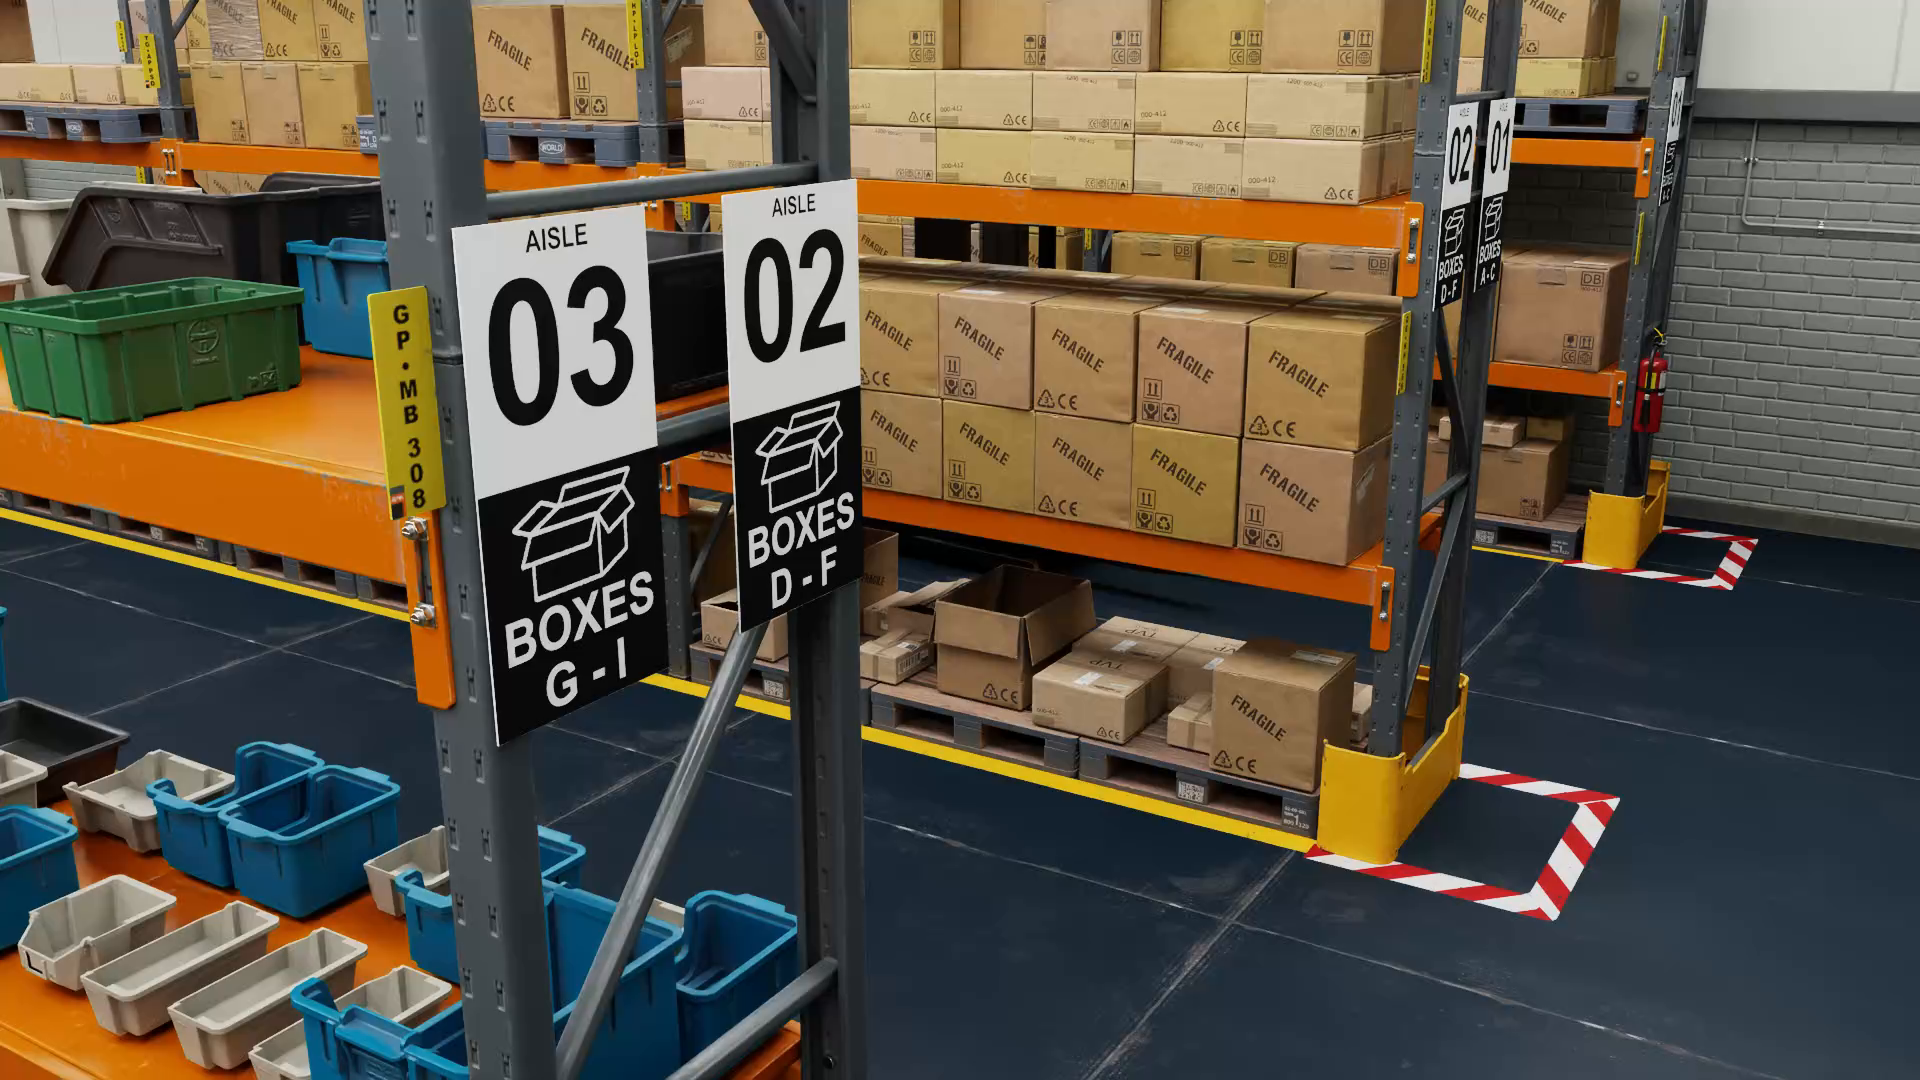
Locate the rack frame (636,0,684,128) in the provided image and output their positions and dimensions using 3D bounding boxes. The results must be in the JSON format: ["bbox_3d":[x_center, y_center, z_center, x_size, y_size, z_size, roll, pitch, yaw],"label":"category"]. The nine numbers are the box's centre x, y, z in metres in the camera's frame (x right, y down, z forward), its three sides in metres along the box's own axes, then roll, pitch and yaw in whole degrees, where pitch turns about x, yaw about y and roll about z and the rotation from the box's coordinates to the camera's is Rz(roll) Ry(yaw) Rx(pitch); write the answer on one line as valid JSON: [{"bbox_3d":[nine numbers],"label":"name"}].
[{"bbox_3d":[-1.329,-3.653,8.425,0.127,3.000,1.000,10,20,30],"label":"rack frame"}]

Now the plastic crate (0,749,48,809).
[{"bbox_3d":[-2.719,0.749,4.354,0.530,0.282,0.437,10,20,30],"label":"plastic crate"}]

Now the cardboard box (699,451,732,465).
[{"bbox_3d":[-1.037,-0.686,8.805,0.500,0.500,0.500,11,20,31],"label":"cardboard box"}]

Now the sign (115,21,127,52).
[{"bbox_3d":[-9.249,-5.554,18.341,0.005,0.325,0.100,10,20,30],"label":"sign"}]

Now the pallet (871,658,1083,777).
[{"bbox_3d":[0.300,0.842,8.748,1.213,0.211,1.003,10,20,30],"label":"pallet"}]

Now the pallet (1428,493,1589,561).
[{"bbox_3d":[3.947,-0.170,12.077,1.213,0.211,1.003,10,20,30],"label":"pallet"}]

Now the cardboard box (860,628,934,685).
[{"bbox_3d":[-0.342,0.609,8.833,0.250,0.166,0.380,10,20,30],"label":"cardboard box"}]

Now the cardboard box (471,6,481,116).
[{"bbox_3d":[-2.857,-2.812,9.749,0.600,0.600,0.600,9,19,28],"label":"cardboard box"}]

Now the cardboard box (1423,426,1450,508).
[{"bbox_3d":[3.594,-0.564,12.157,0.500,0.500,0.700,10,20,30],"label":"cardboard box"}]

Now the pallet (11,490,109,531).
[{"bbox_3d":[-6.454,-0.378,12.761,1.213,0.211,1.003,10,20,30],"label":"pallet"}]

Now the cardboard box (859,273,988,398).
[{"bbox_3d":[-0.197,-1.011,8.156,0.500,0.500,0.500,9,19,28],"label":"cardboard box"}]

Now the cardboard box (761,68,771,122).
[{"bbox_3d":[-0.617,-2.174,8.115,0.500,0.250,0.500,10,20,30],"label":"cardboard box"}]

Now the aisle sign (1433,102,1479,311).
[{"bbox_3d":[1.978,-1.332,6.632,0.004,0.787,0.394,10,20,30],"label":"aisle sign"}]

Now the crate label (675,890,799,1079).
[{"bbox_3d":[-0.554,0.984,3.665,0.303,0.233,0.416,10,20,30],"label":"crate label"}]

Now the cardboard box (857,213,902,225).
[{"bbox_3d":[-0.571,-2.811,13.967,0.500,0.250,0.500,10,19,29],"label":"cardboard box"}]

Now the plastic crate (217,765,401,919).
[{"bbox_3d":[-1.676,0.784,4.324,0.300,0.233,0.416,10,20,30],"label":"plastic crate"}]

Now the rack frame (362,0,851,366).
[{"bbox_3d":[-0.516,-1.819,2.385,0.127,3.000,1.000,10,20,30],"label":"rack frame"}]

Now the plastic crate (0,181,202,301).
[{"bbox_3d":[-2.243,-0.740,4.200,0.530,0.282,0.437,10,20,30],"label":"plastic crate"}]

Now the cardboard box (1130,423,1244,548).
[{"bbox_3d":[1.112,-0.301,7.539,0.500,0.500,0.500,10,20,31],"label":"cardboard box"}]

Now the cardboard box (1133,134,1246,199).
[{"bbox_3d":[1.084,-1.629,7.181,0.500,0.250,0.500,10,20,30],"label":"cardboard box"}]

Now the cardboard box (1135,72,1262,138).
[{"bbox_3d":[1.082,-1.868,7.107,0.500,0.250,0.500,10,20,30],"label":"cardboard box"}]

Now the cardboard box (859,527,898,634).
[{"bbox_3d":[-0.695,0.219,9.542,0.500,0.500,0.500,10,20,30],"label":"cardboard box"}]

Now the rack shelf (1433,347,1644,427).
[{"bbox_3d":[2.965,-1.362,12.441,4.000,0.370,1.077,10,20,30],"label":"rack shelf"}]

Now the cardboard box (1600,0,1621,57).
[{"bbox_3d":[4.173,-3.544,11.299,0.500,0.500,0.500,9,19,28],"label":"cardboard box"}]

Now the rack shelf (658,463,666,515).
[{"bbox_3d":[-3.033,-0.743,10.403,4.000,0.370,1.077,10,20,30],"label":"rack shelf"}]

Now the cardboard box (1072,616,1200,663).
[{"bbox_3d":[0.913,0.626,8.634,0.500,0.250,0.500,10,20,30],"label":"cardboard box"}]

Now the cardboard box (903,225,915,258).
[{"bbox_3d":[-0.128,-2.371,13.809,0.500,0.500,0.500,10,20,30],"label":"cardboard box"}]

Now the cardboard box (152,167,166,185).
[{"bbox_3d":[-8.715,-3.985,18.773,0.500,0.500,0.500,10,20,30],"label":"cardboard box"}]

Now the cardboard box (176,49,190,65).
[{"bbox_3d":[-8.372,-5.125,18.224,0.500,0.500,0.500,12,20,34],"label":"cardboard box"}]

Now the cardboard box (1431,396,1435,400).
[{"bbox_3d":[3.369,-0.983,12.418,0.250,0.149,0.380,10,20,31],"label":"cardboard box"}]

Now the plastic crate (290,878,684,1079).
[{"bbox_3d":[-0.899,1.002,3.259,0.499,0.435,0.616,10,20,30],"label":"plastic crate"}]

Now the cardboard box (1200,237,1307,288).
[{"bbox_3d":[2.333,-1.955,12.639,0.700,0.700,0.980,10,19,29],"label":"cardboard box"}]

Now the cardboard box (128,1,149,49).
[{"bbox_3d":[-8.764,-5.688,18.357,0.500,0.500,0.500,9,19,26],"label":"cardboard box"}]

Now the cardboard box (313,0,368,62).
[{"bbox_3d":[-3.500,-3.130,9.970,0.500,0.500,0.500,10,20,30],"label":"cardboard box"}]

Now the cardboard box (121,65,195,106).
[{"bbox_3d":[-5.153,-3.011,11.006,0.500,0.250,0.500,9,19,26],"label":"cardboard box"}]

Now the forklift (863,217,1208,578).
[{"bbox_3d":[0.509,-1.295,11.101,3.031,2.935,1.130,12,21,34],"label":"forklift"}]

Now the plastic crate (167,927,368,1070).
[{"bbox_3d":[-1.545,1.023,3.705,0.243,0.136,0.396,10,20,30],"label":"plastic crate"}]

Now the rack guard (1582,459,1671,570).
[{"bbox_3d":[4.690,-0.202,11.686,0.348,0.500,1.175,10,20,30],"label":"rack guard"}]

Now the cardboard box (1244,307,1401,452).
[{"bbox_3d":[1.557,-0.700,7.133,0.500,0.500,0.500,10,20,30],"label":"cardboard box"}]

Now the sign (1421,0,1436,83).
[{"bbox_3d":[1.772,-1.899,6.287,0.005,0.325,0.100,10,20,30],"label":"sign"}]

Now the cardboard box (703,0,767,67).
[{"bbox_3d":[-0.894,-2.680,8.489,0.500,0.500,0.700,10,20,30],"label":"cardboard box"}]

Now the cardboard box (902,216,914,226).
[{"bbox_3d":[-0.137,-2.734,13.713,0.500,0.250,0.500,11,20,31],"label":"cardboard box"}]

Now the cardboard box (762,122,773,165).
[{"bbox_3d":[-0.620,-1.934,8.184,0.500,0.250,0.500,10,20,30],"label":"cardboard box"}]

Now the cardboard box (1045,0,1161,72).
[{"bbox_3d":[0.770,-2.356,7.425,0.500,0.500,0.700,10,20,30],"label":"cardboard box"}]

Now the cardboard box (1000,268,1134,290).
[{"bbox_3d":[0.533,-1.065,8.335,0.500,0.500,0.500,10,20,30],"label":"cardboard box"}]

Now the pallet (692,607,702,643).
[{"bbox_3d":[-2.042,0.437,10.079,1.213,0.211,1.003,10,20,30],"label":"pallet"}]

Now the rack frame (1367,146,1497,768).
[{"bbox_3d":[2.080,-0.174,7.294,0.127,3.000,1.000,10,20,30],"label":"rack frame"}]

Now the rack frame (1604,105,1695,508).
[{"bbox_3d":[4.669,-1.402,11.335,0.127,3.000,1.000,10,20,30],"label":"rack frame"}]

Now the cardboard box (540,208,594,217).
[{"bbox_3d":[-3.627,-3.130,16.095,0.500,0.500,0.700,10,20,30],"label":"cardboard box"}]
